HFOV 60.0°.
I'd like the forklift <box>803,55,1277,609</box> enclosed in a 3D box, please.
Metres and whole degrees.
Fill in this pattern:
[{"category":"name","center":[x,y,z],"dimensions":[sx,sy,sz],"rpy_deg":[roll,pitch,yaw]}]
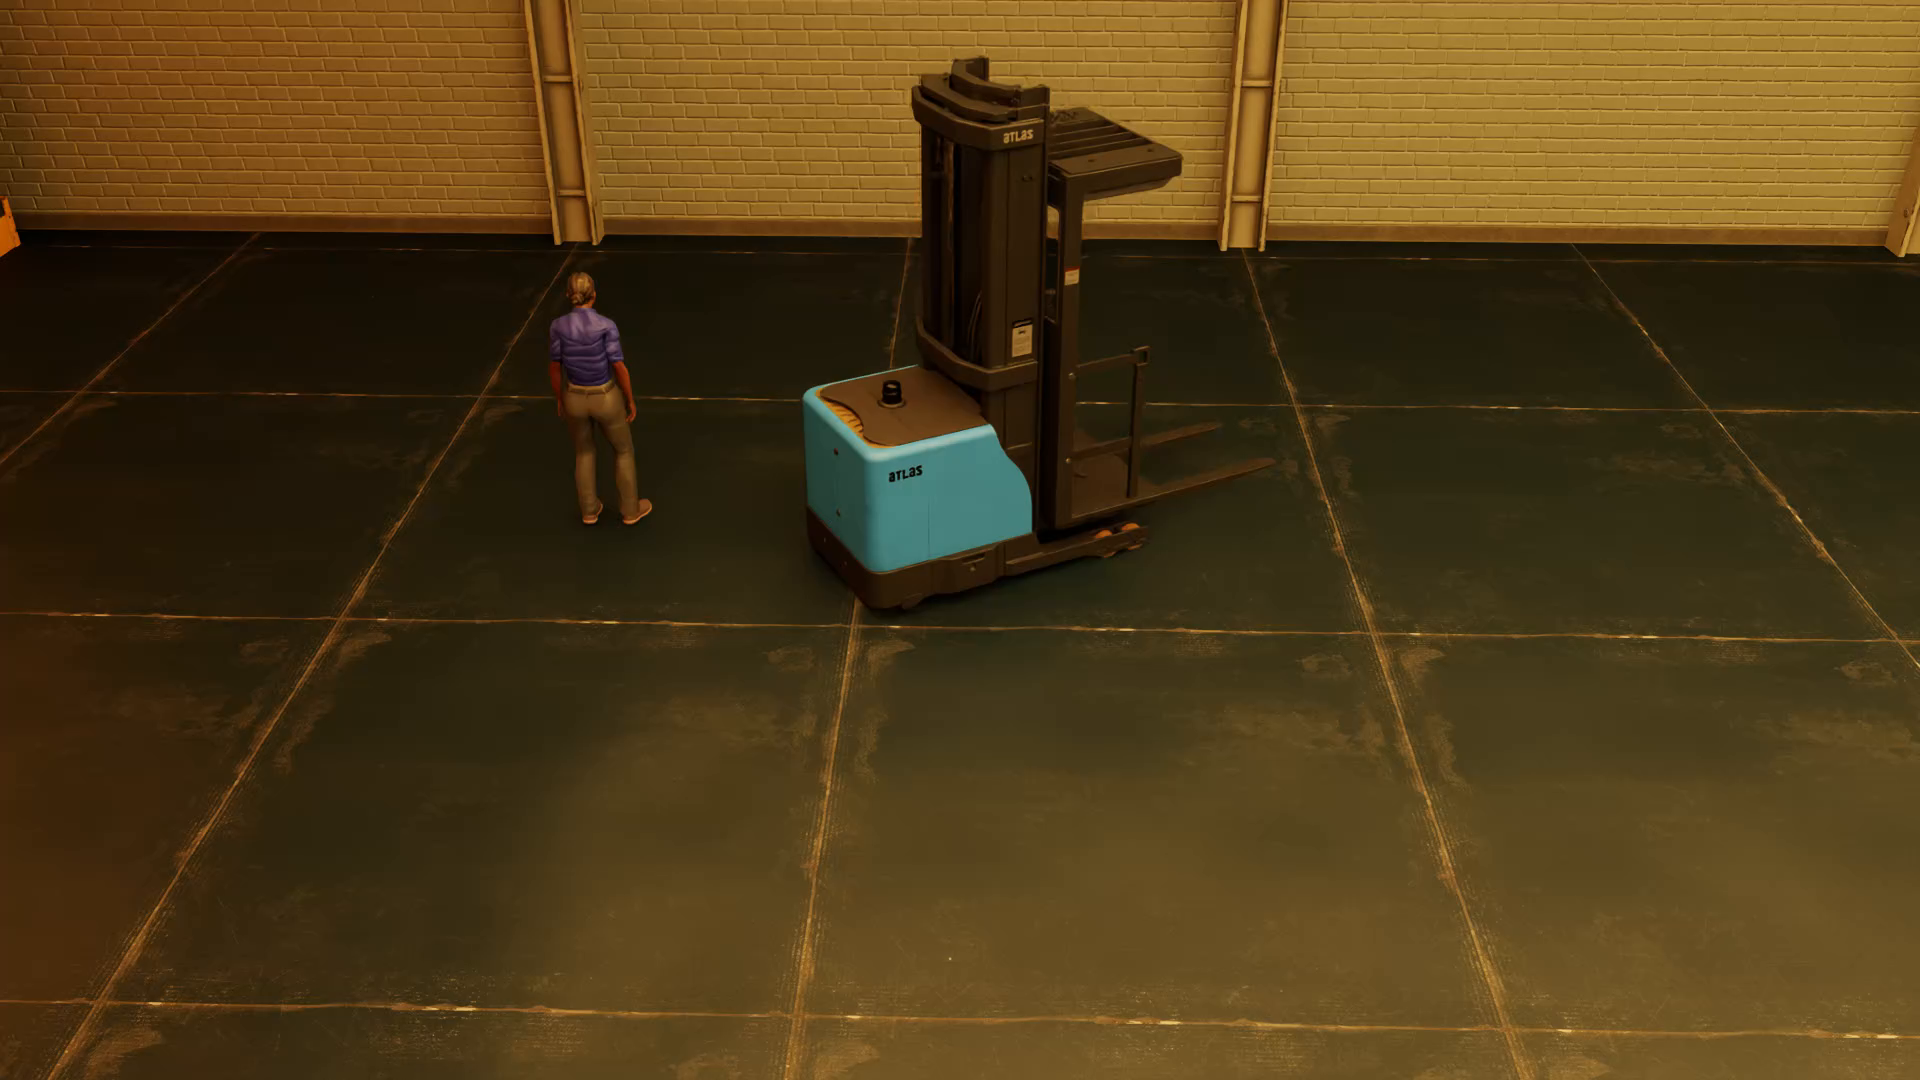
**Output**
[{"category":"forklift","center":[0.593,-1.376,9.947],"dimensions":[3.031,2.935,1.130],"rpy_deg":[-15,34,-24]}]

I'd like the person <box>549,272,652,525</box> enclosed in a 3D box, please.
[{"category":"person","center":[-2.265,-0.861,10.335],"dimensions":[0.507,1.653,0.352],"rpy_deg":[2,31,4]}]
